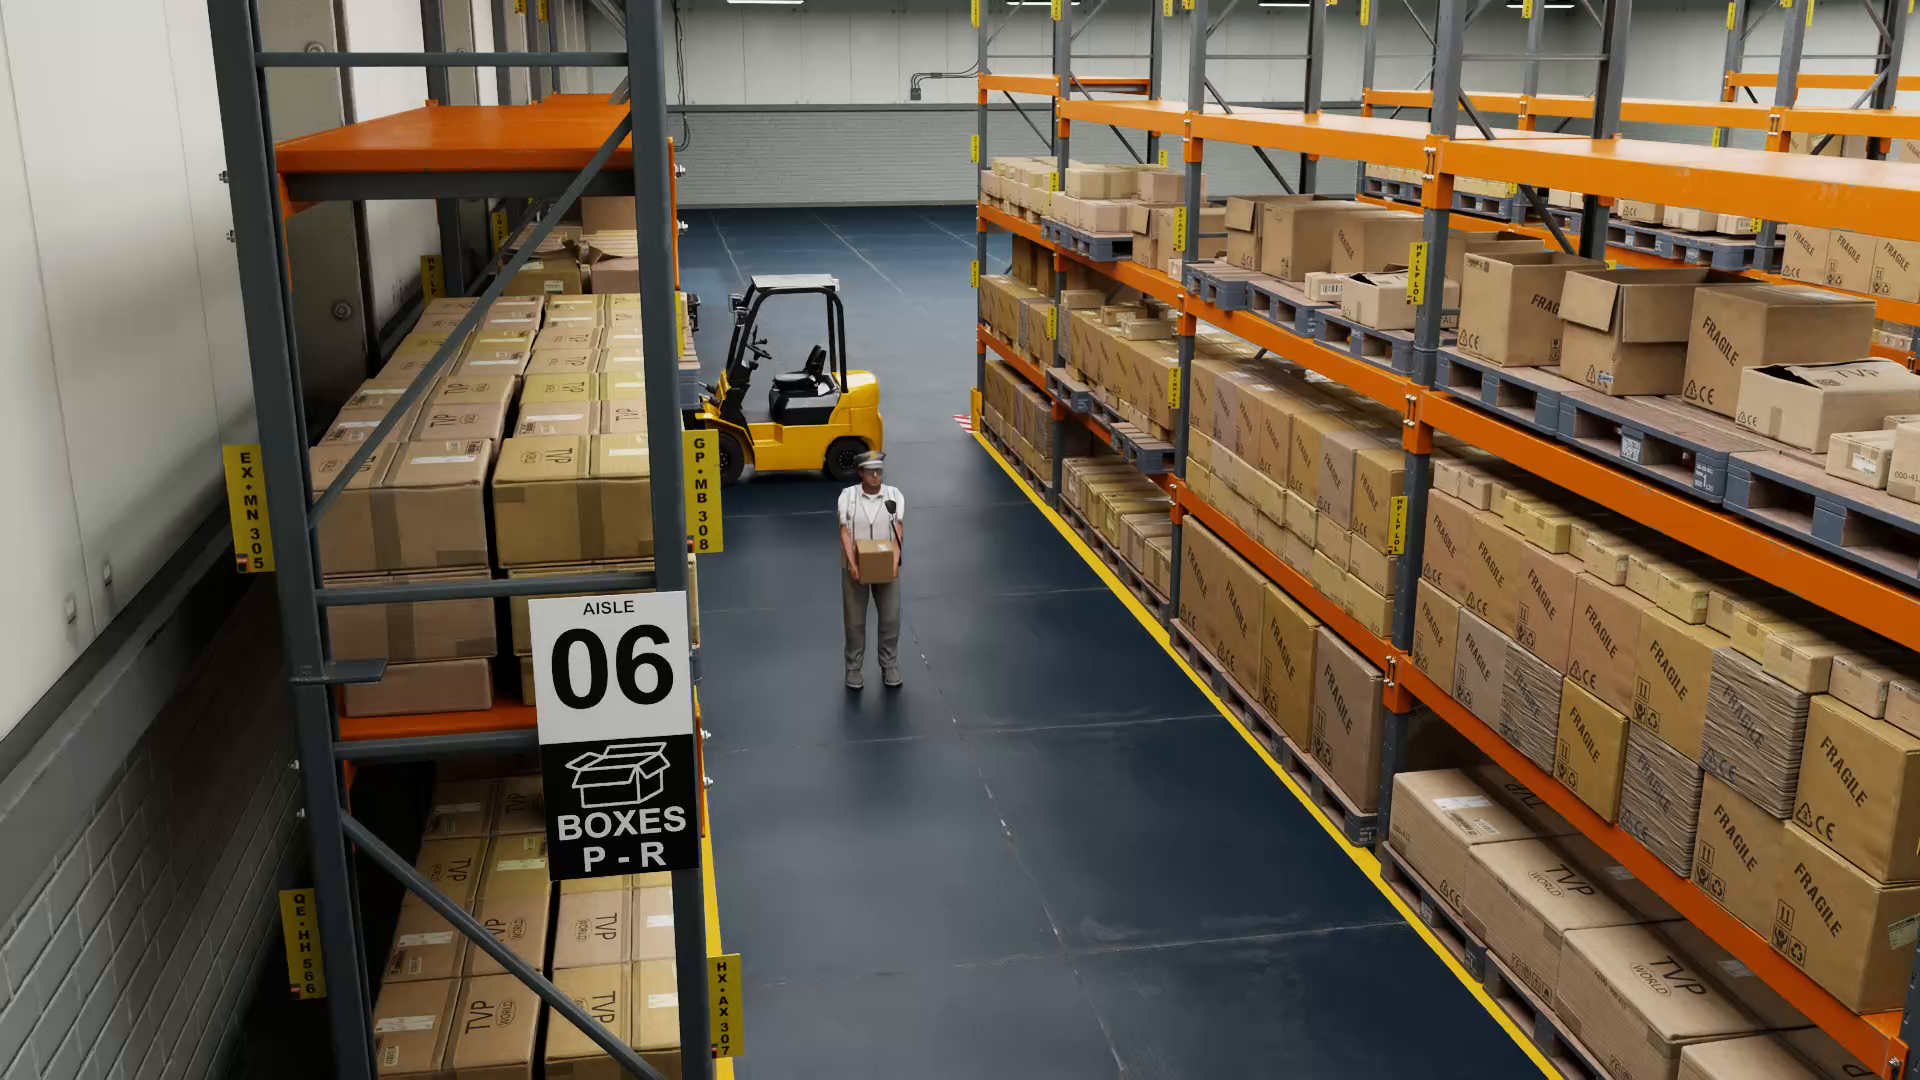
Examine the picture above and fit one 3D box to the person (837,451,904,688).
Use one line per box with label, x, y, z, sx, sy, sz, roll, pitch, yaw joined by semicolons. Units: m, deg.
person;-0.635;0.222;12.230;0.493;1.766;0.565;-3;16;-10
